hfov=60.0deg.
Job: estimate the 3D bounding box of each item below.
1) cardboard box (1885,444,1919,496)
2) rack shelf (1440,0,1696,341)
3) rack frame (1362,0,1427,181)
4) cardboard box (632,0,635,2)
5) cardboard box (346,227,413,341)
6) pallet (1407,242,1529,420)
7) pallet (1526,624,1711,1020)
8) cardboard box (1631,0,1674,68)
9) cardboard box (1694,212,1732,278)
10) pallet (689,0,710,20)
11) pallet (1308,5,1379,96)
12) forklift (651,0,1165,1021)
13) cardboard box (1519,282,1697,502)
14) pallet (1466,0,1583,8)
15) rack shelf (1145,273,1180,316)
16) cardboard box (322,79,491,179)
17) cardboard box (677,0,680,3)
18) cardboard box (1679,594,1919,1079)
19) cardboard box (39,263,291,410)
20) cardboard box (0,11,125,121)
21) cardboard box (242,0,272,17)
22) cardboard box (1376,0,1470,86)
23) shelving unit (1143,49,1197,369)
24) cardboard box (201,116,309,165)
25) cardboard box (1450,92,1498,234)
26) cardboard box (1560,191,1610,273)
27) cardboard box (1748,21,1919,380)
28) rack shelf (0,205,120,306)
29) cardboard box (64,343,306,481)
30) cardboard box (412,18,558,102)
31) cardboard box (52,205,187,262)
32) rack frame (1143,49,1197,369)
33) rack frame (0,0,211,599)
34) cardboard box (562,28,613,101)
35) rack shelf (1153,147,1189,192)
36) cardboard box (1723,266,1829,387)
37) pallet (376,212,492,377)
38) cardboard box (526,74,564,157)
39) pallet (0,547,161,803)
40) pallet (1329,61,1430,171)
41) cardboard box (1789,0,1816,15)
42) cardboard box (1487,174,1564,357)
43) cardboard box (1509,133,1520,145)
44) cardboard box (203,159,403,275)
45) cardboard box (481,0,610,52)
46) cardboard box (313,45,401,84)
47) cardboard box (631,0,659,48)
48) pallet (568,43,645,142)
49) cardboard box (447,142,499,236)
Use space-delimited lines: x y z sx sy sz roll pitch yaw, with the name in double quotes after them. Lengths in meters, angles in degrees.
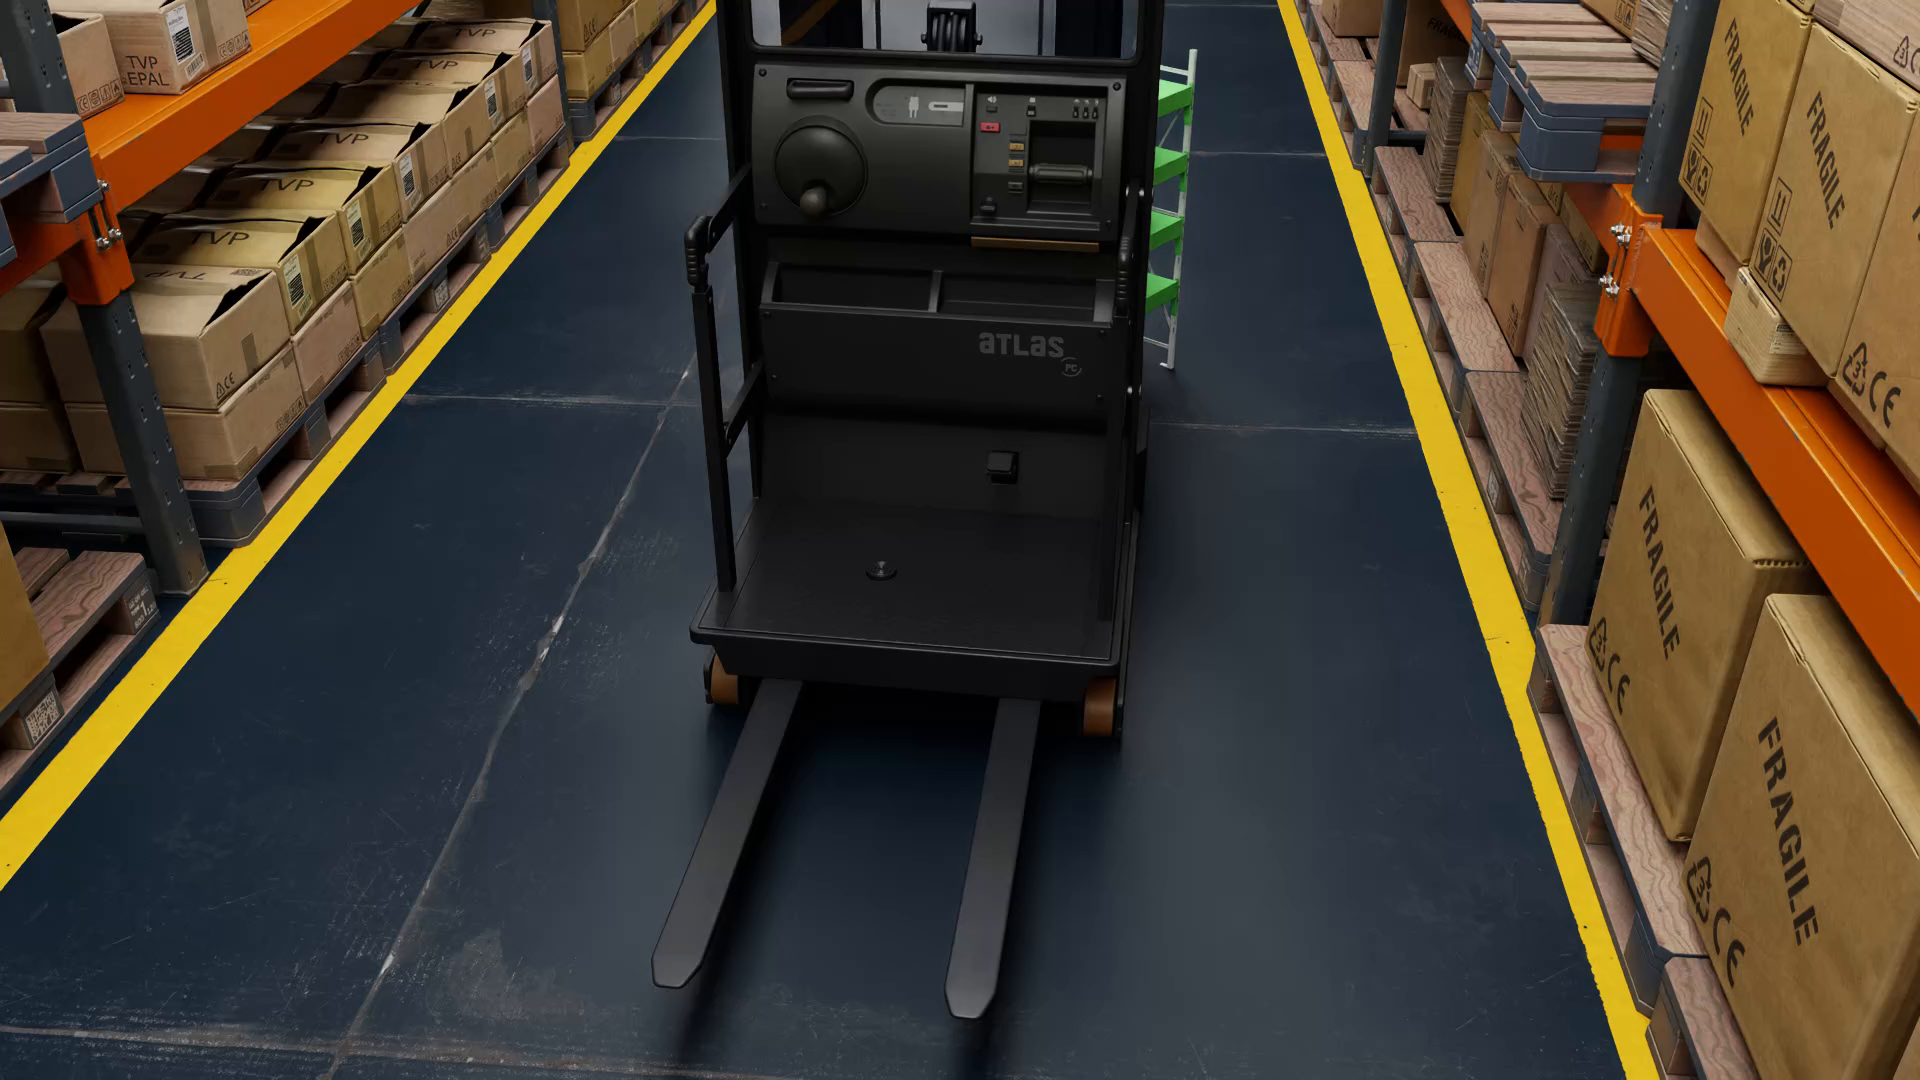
1.845 -0.146 2.849 0.380 0.149 0.250 3 32 5 "cardboard box"
2.311 -1.686 5.813 1.077 0.370 4.000 2 32 4 "rack shelf"
2.474 -3.038 7.321 1.000 3.000 0.127 2 32 4 "rack frame"
-2.032 -3.327 9.296 0.500 0.500 0.500 2 32 4 "cardboard box"
-2.377 -0.961 6.170 0.500 0.250 0.500 2 32 3 "cardboard box"
2.315 -0.804 6.354 1.003 0.211 1.213 2 32 4 "pallet"
2.009 0.650 3.995 1.003 0.211 1.213 2 32 4 "pallet"
2.177 -1.423 4.185 0.700 0.500 0.500 -1 32 -2 "cardboard box"
1.891 -0.686 3.724 0.380 0.149 0.250 2 32 3 "cardboard box"
-2.158 -3.751 11.135 1.003 0.211 1.213 2 32 4 "pallet"
2.590 -2.843 9.663 1.003 0.211 1.213 2 32 4 "pallet"
-0.085 -0.921 3.951 1.130 2.935 3.031 4 32 7 "forklift"
2.155 -0.448 5.082 0.700 0.500 0.500 3 32 5 "cardboard box"
2.269 -1.902 5.660 1.003 0.211 1.213 2 32 4 "pallet"
0.557 -0.843 6.053 0.258 0.148 0.480 24 39 33 "rack shelf"
-2.290 -1.738 6.896 0.500 0.311 0.500 2 32 4 "cardboard box"
-1.955 -3.531 10.341 0.500 0.250 0.500 2 32 4 "cardboard box"
1.880 0.627 3.023 0.750 0.750 0.750 2 32 4 "cardboard box"
-2.454 -0.664 5.155 0.500 0.311 0.500 3 32 6 "cardboard box"
-2.716 -1.307 4.596 0.500 0.311 0.500 4 32 7 "cardboard box"
-2.669 -2.077 5.666 0.500 0.500 0.500 1 32 1 "cardboard box"
2.519 -2.706 8.745 0.500 0.500 0.500 0 32 0 "cardboard box"
0.557 -1.102 5.894 0.258 1.200 0.503 24 39 33 "shelving unit"
-2.869 -1.485 6.487 0.500 0.311 0.500 3 32 5 "cardboard box"
2.439 -1.503 6.794 0.700 0.500 0.500 2 32 3 "cardboard box"
2.264 -1.063 5.364 0.500 0.250 0.500 3 32 5 "cardboard box"
1.802 -0.608 2.979 0.500 0.500 0.500 3 32 6 "cardboard box"
-2.952 0.196 2.759 1.077 0.370 4.000 2 32 4 "rack shelf"
-2.454 -0.426 5.302 0.500 0.250 0.500 2 32 4 "cardboard box"
-2.211 -2.271 7.762 0.500 0.311 0.500 2 32 4 "cardboard box"
-2.956 -0.960 5.634 0.500 0.311 0.500 2 32 3 "cardboard box"
0.714 -1.200 6.054 0.240 1.200 0.015 24 39 33 "rack frame"
-2.789 -1.156 4.267 1.000 3.000 0.127 2 32 4 "rack frame"
-2.124 -2.486 8.645 0.500 0.250 0.500 2 32 4 "cardboard box"
0.557 -1.252 5.801 0.258 0.148 0.480 24 39 33 "rack shelf"
1.756 -0.419 3.291 0.380 0.149 0.250 3 32 5 "cardboard box"
-2.581 -1.034 6.727 1.003 0.211 1.213 2 32 4 "pallet"
-2.208 -2.027 7.900 0.500 0.250 0.500 2 32 4 "cardboard box"
-2.888 0.420 4.368 1.003 0.211 1.213 2 32 4 "pallet"
2.493 -2.204 8.625 1.003 0.211 1.213 2 32 4 "pallet"
1.852 -1.202 3.229 0.500 0.250 0.500 3 32 5 "cardboard box"
2.325 -0.974 5.934 0.700 0.500 0.500 2 32 4 "cardboard box"
2.360 -1.592 6.223 0.500 0.250 0.500 2 32 3 "cardboard box"
-2.376 -1.206 6.034 0.500 0.311 0.500 2 32 3 "cardboard box"
-2.114 -2.804 8.447 0.500 0.500 0.500 2 32 4 "cardboard box"
-2.791 -2.028 7.367 0.500 0.311 0.500 2 32 3 "cardboard box"
-2.032 -3.008 9.493 0.500 0.250 0.500 2 32 4 "cardboard box"
-2.357 -2.475 9.064 1.003 0.211 1.213 2 32 4 "pallet"
-2.293 -1.495 7.037 0.500 0.250 0.500 3 32 5 "cardboard box"
